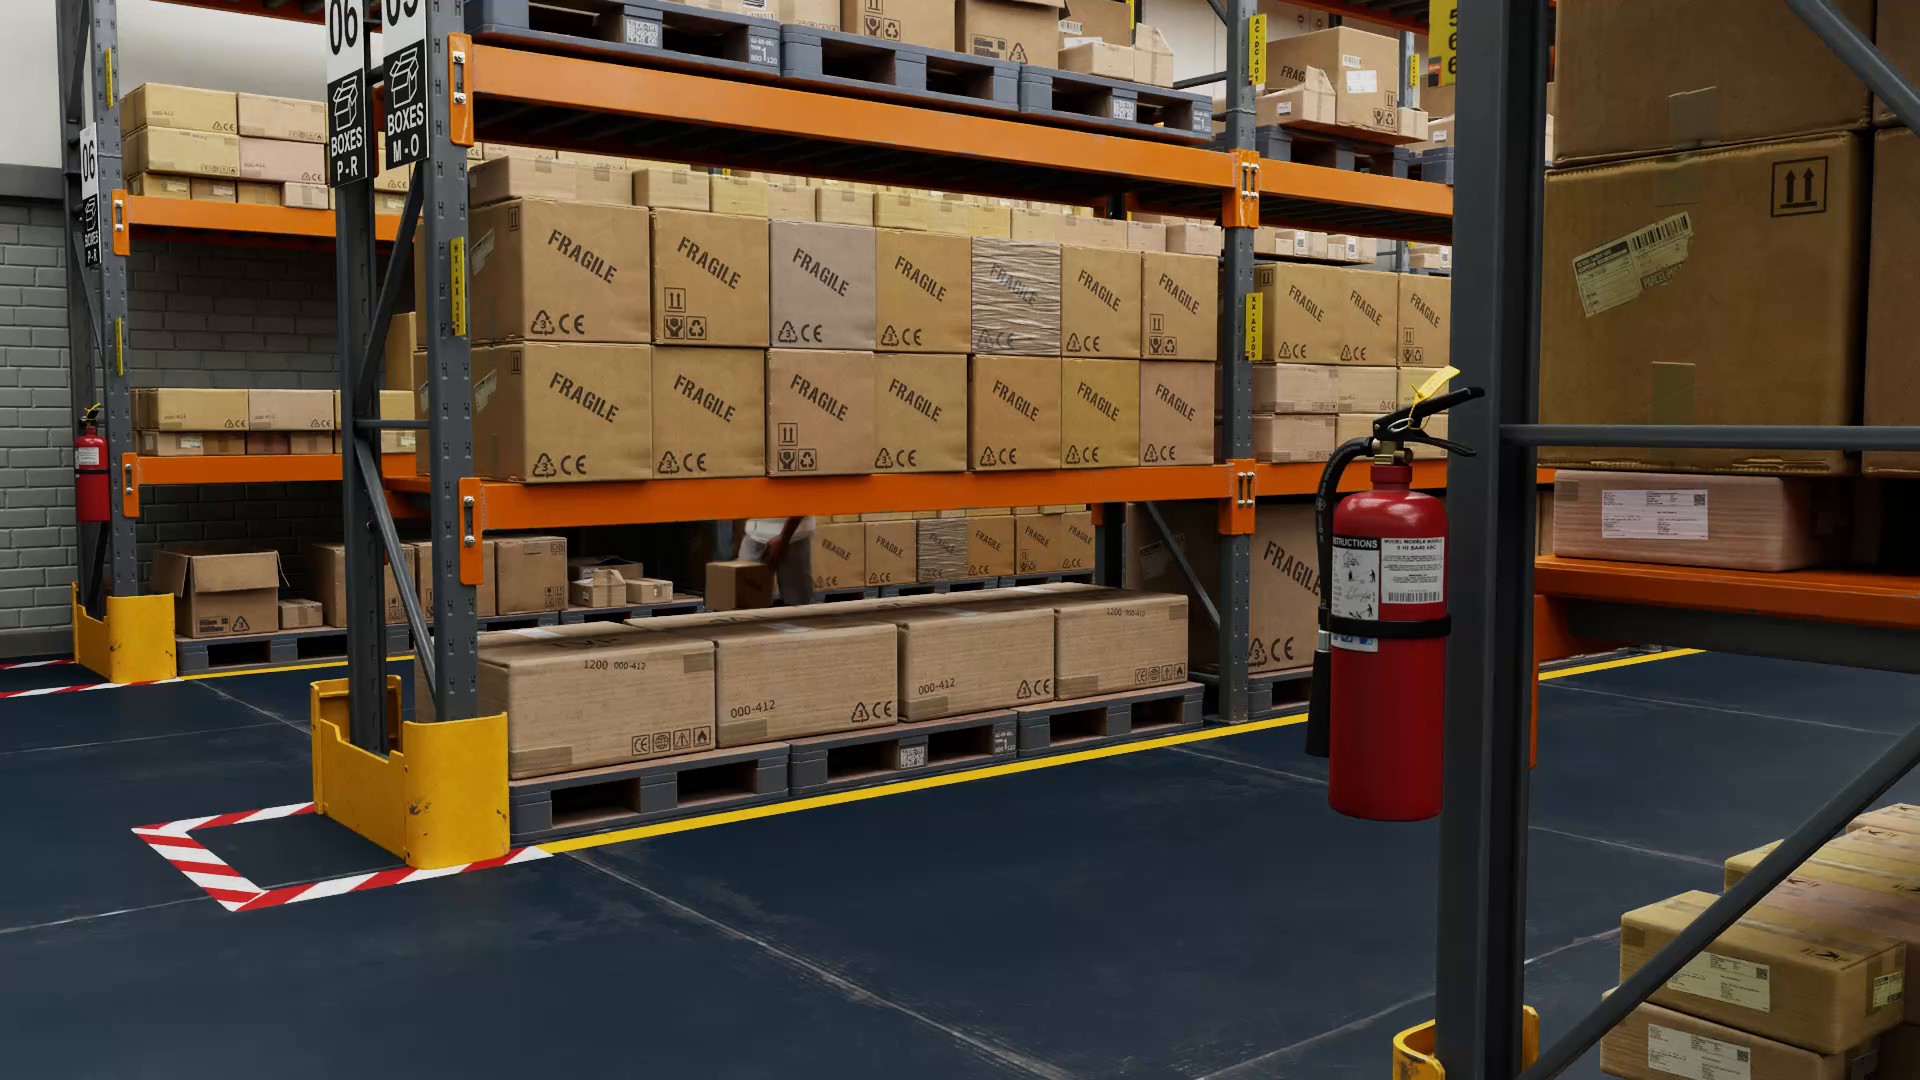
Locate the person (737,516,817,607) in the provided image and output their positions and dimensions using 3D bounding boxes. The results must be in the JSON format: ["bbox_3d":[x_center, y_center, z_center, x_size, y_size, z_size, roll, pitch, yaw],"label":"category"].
[{"bbox_3d":[-1.038,-0.012,8.874,0.834,1.741,0.572,-4,6,-41],"label":"person"}]
